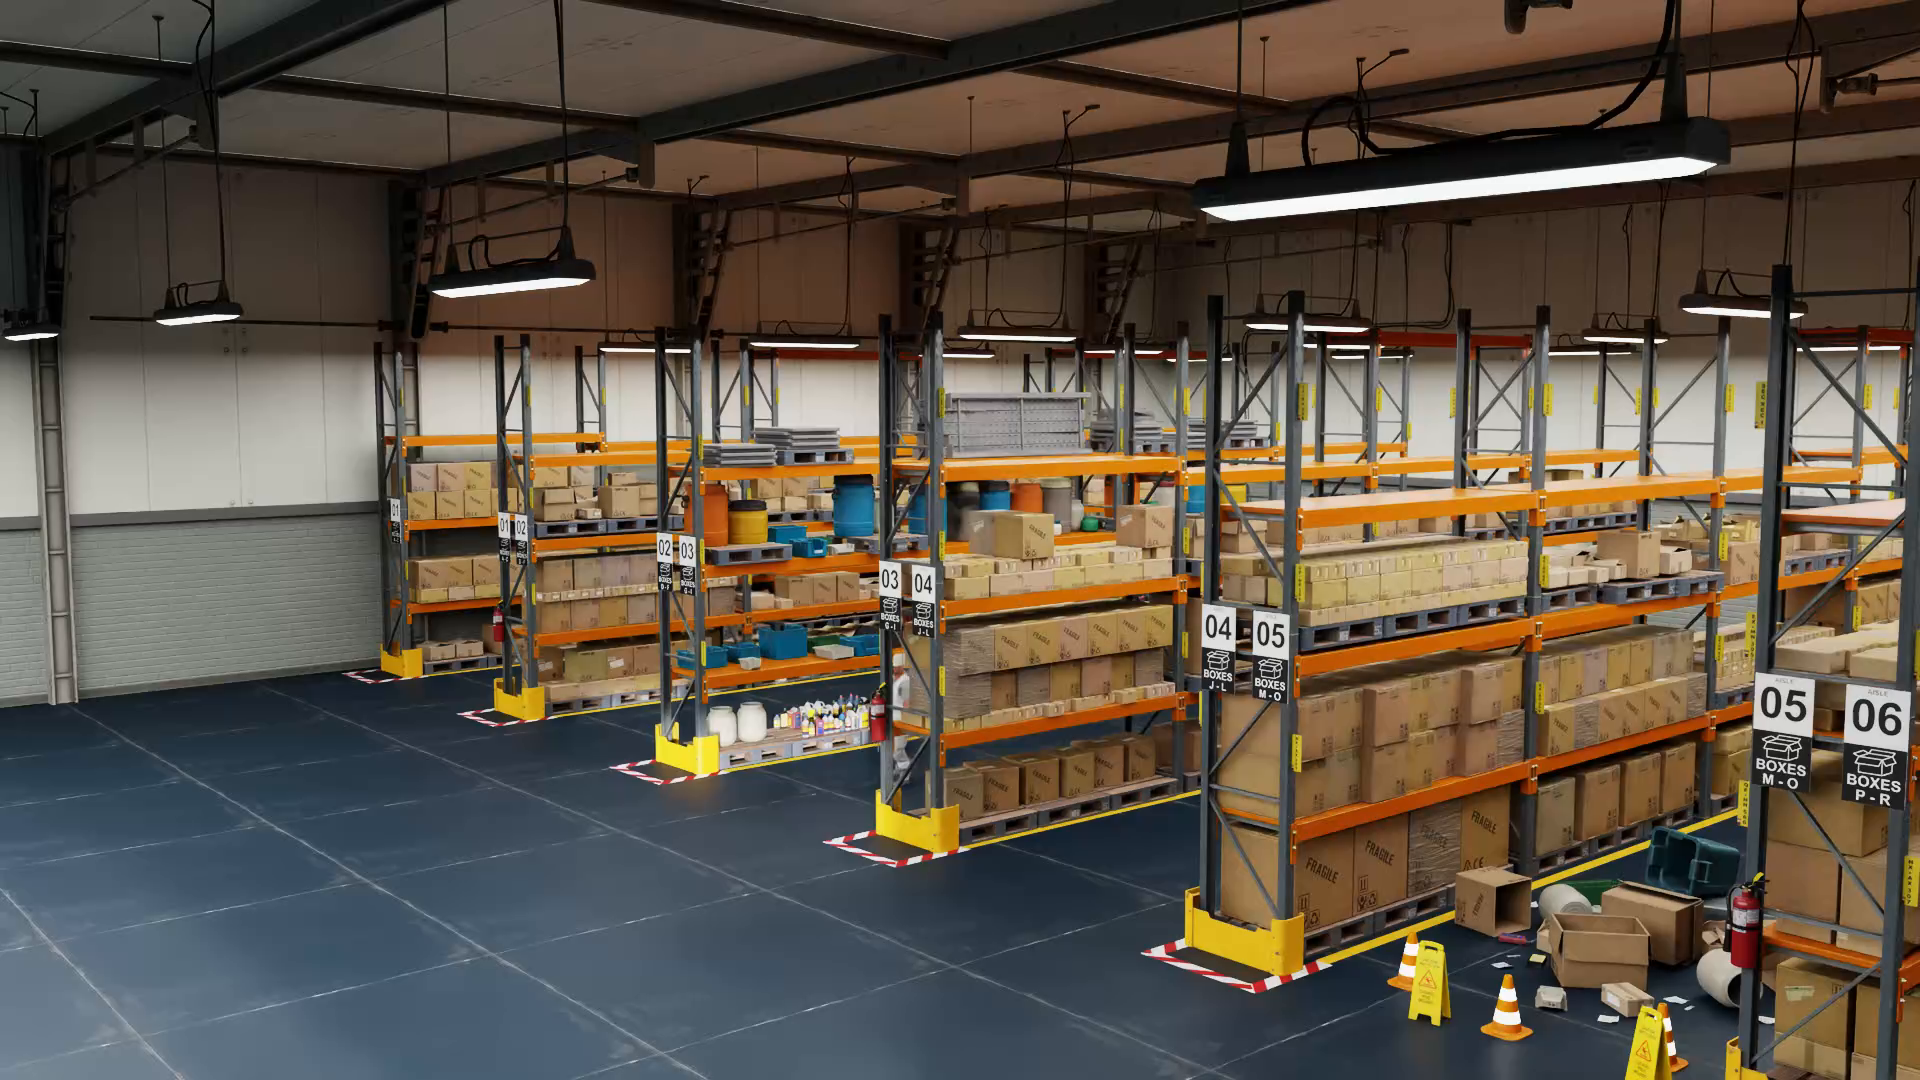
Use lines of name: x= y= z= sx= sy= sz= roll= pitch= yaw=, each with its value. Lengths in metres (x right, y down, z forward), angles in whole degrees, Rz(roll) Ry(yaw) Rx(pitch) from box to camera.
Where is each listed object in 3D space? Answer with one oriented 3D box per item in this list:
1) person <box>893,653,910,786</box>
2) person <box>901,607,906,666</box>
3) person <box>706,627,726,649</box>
person: x=-0.788 y=2.312 z=21.526 sx=0.521 sy=1.751 sz=0.691 roll=-4 pitch=6 yaw=-36
person: x=-1.097 y=1.452 z=28.748 sx=0.528 sy=1.767 sz=0.775 roll=5 pitch=7 yaw=43
person: x=-4.901 y=1.485 z=31.916 sx=1.003 sy=1.628 sz=0.606 roll=-5 pitch=7 yaw=-43
